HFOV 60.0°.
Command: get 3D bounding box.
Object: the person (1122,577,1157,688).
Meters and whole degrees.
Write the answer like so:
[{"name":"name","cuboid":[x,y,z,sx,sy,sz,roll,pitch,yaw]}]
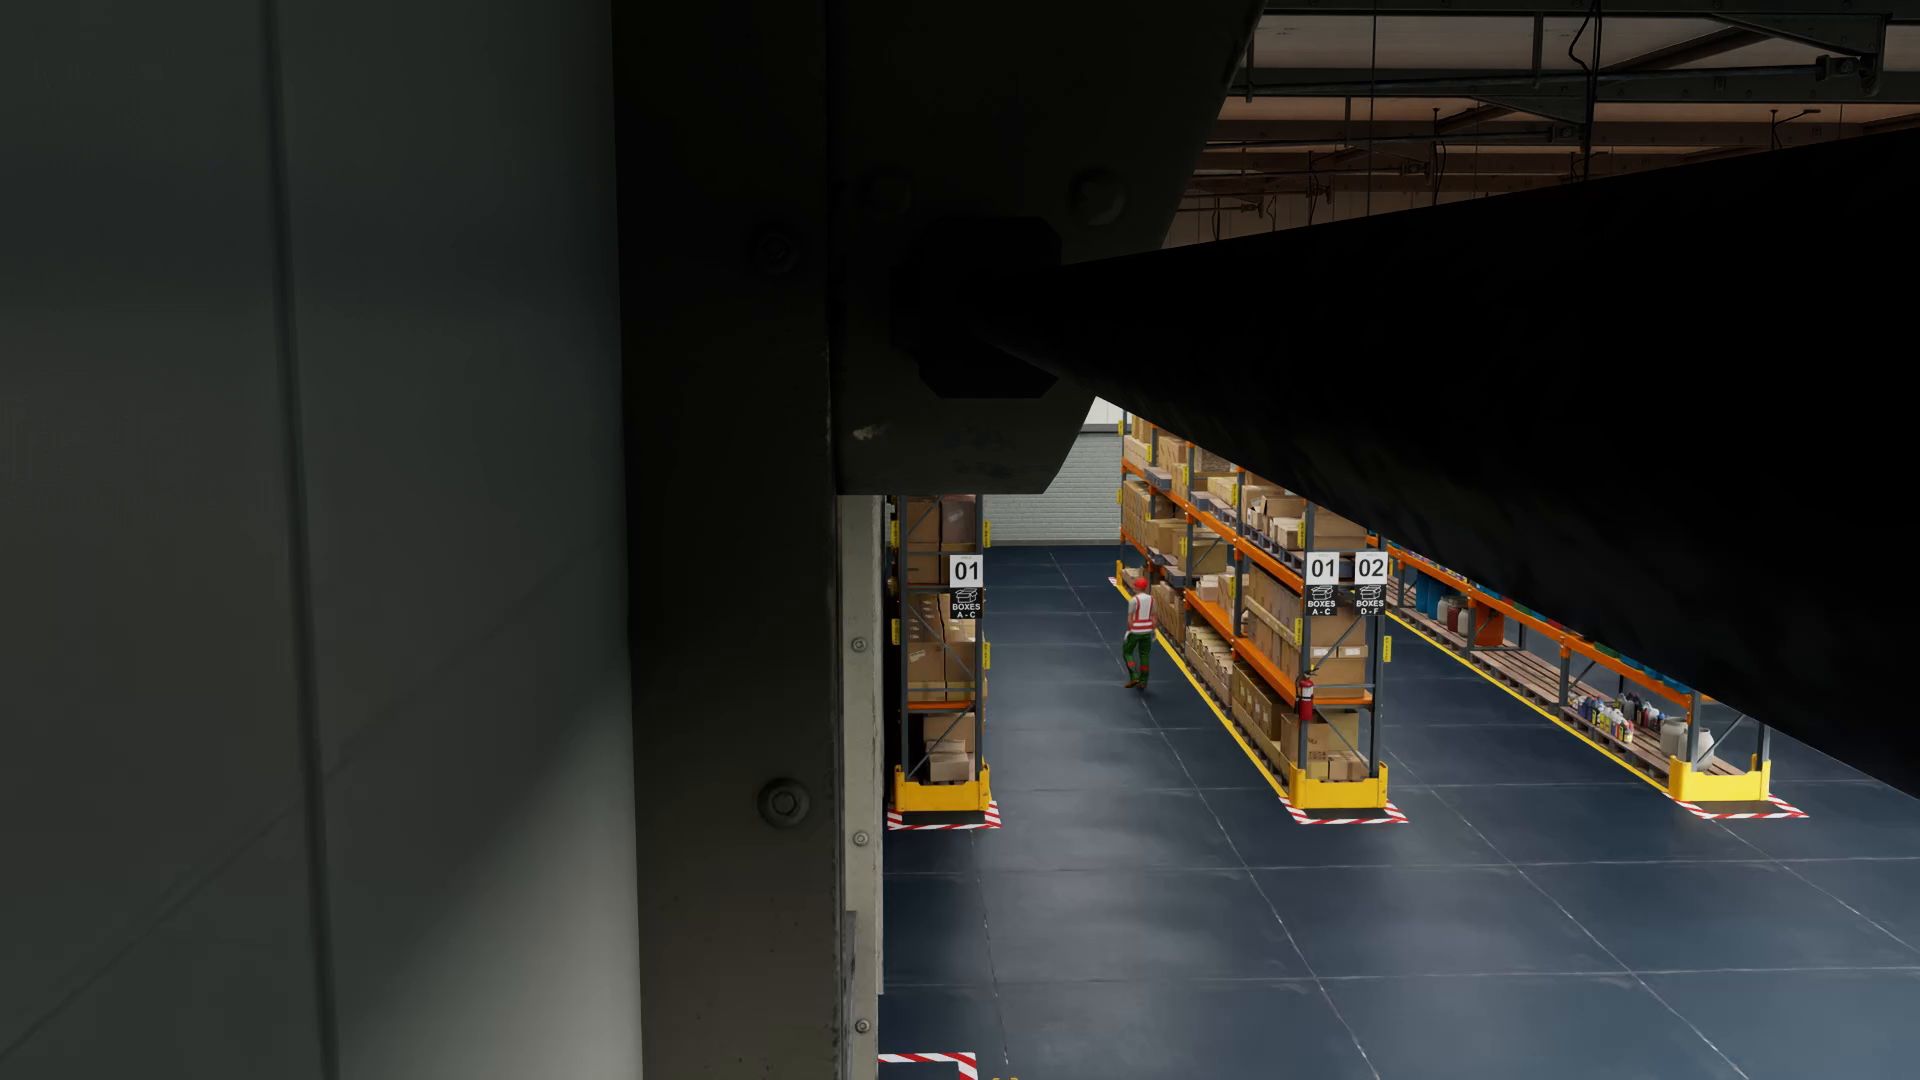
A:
[{"name":"person","cuboid":[2.908,1.500,26.871,0.593,1.802,0.403,-4,9,-26]}]
